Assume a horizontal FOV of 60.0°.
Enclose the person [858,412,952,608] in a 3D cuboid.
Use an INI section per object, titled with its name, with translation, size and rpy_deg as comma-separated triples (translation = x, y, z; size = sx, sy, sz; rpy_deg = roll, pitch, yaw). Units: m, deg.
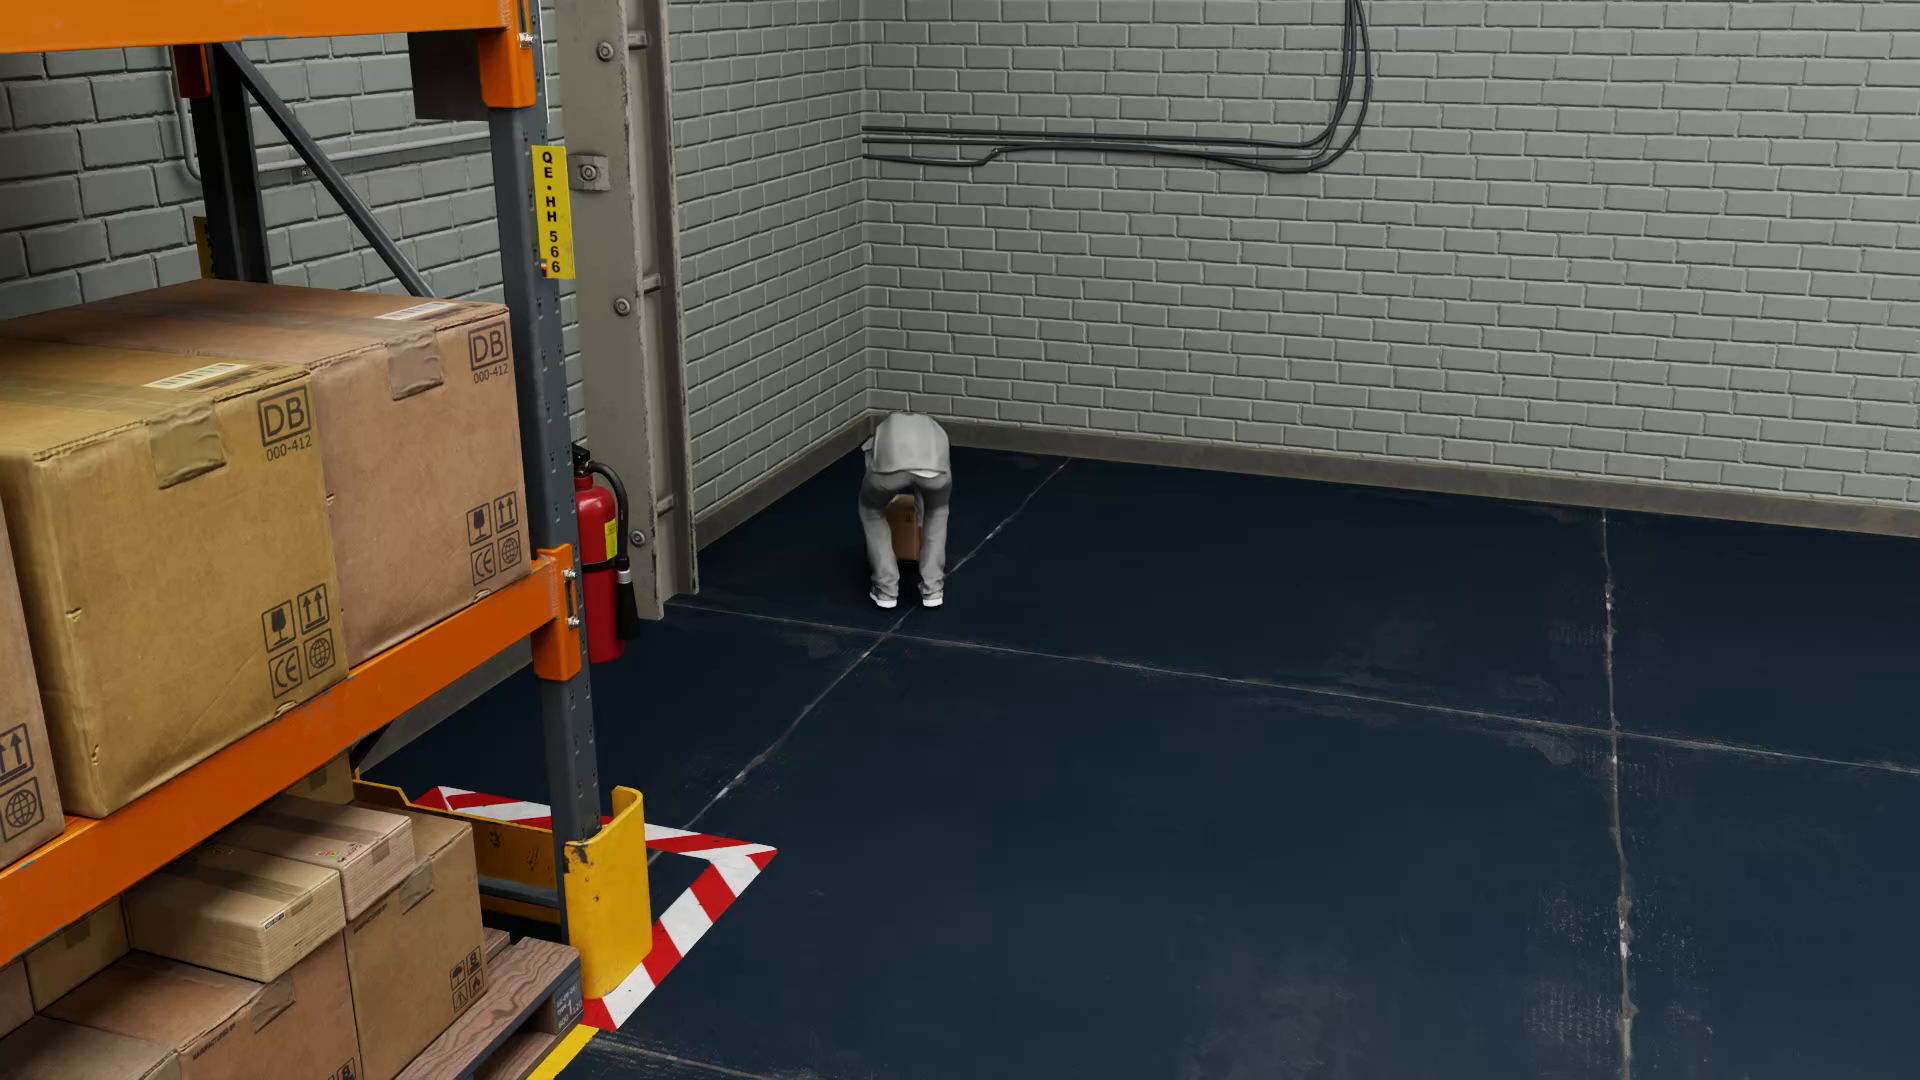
[person]
translation = -0.266, -0.193, 7.712
size = 0.421, 0.902, 0.870
rpy_deg = -3, 19, -9
